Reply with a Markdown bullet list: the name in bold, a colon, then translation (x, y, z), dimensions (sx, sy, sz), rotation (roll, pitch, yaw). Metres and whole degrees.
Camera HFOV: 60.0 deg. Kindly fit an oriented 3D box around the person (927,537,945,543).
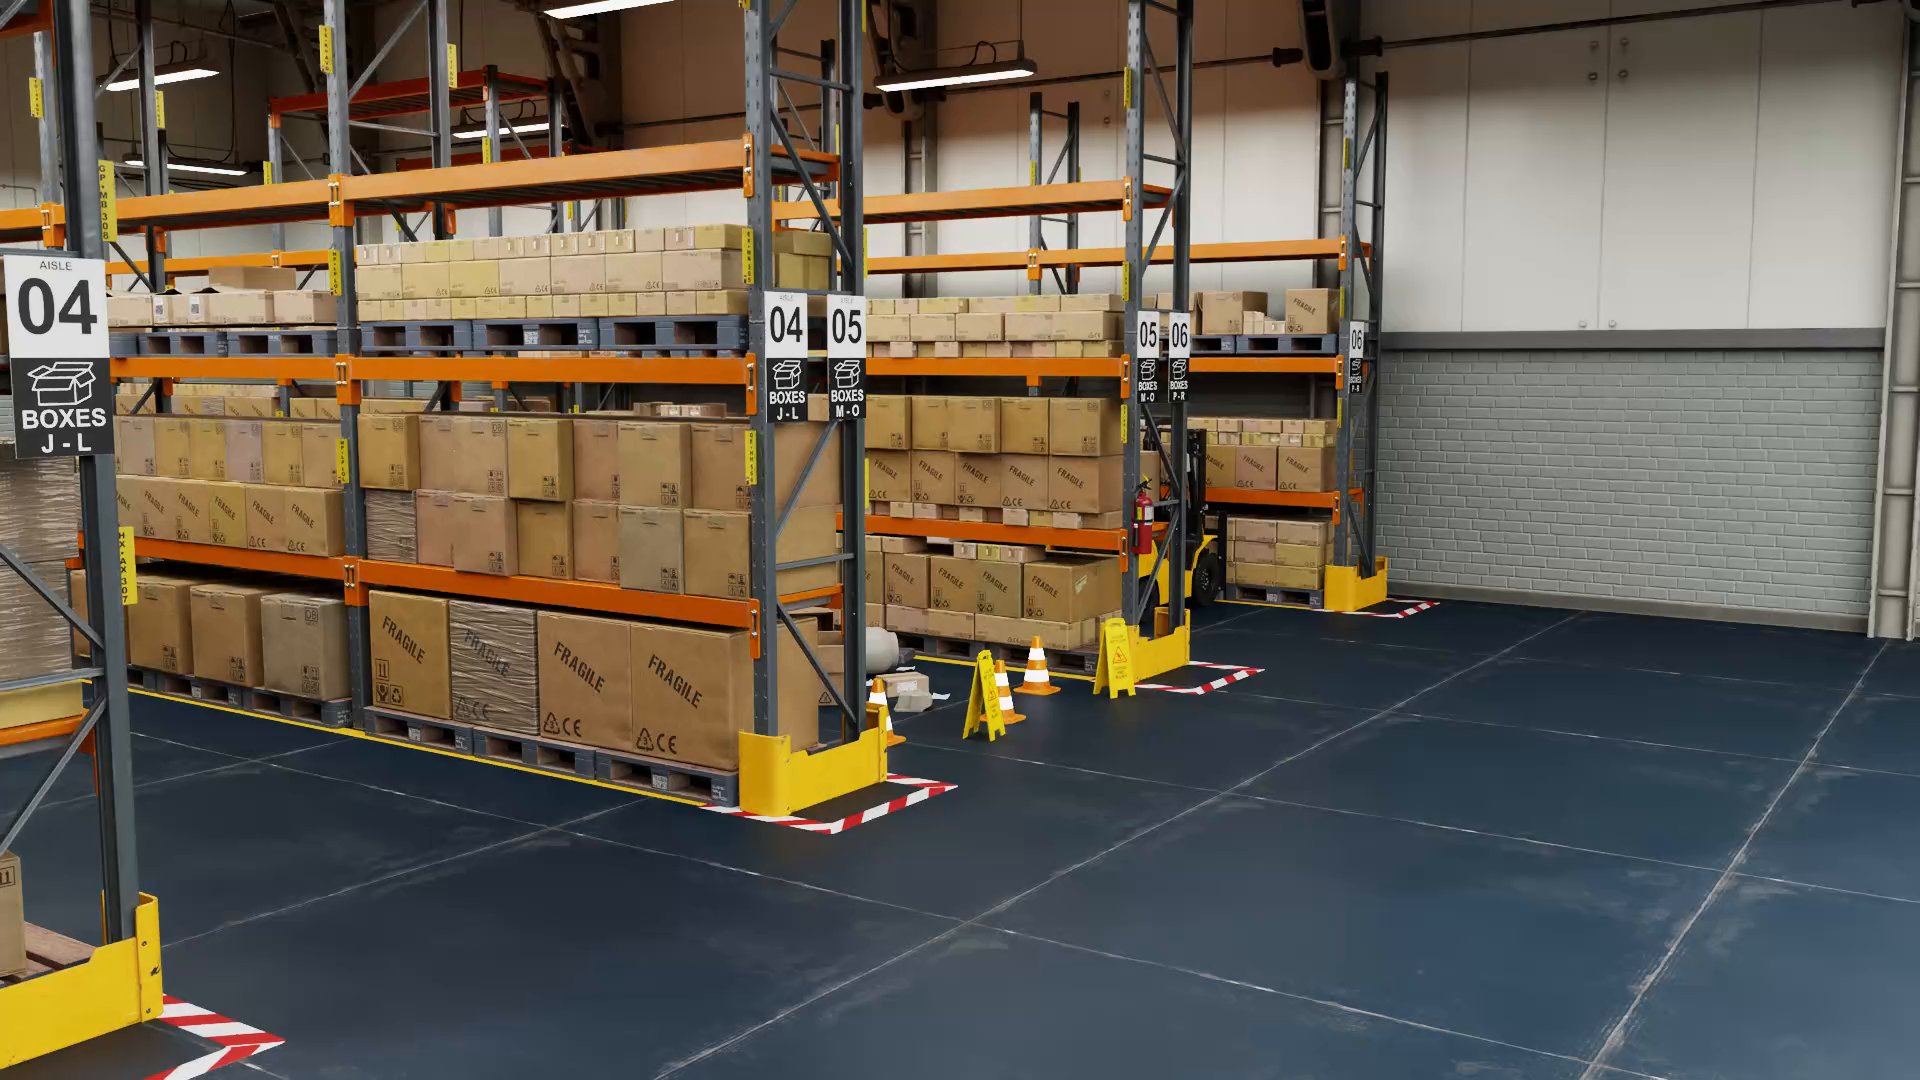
- **person**: translation (-0.624, 0.161, 18.202), dimensions (0.959, 1.321, 0.463), rotation (3, 7, 29)
